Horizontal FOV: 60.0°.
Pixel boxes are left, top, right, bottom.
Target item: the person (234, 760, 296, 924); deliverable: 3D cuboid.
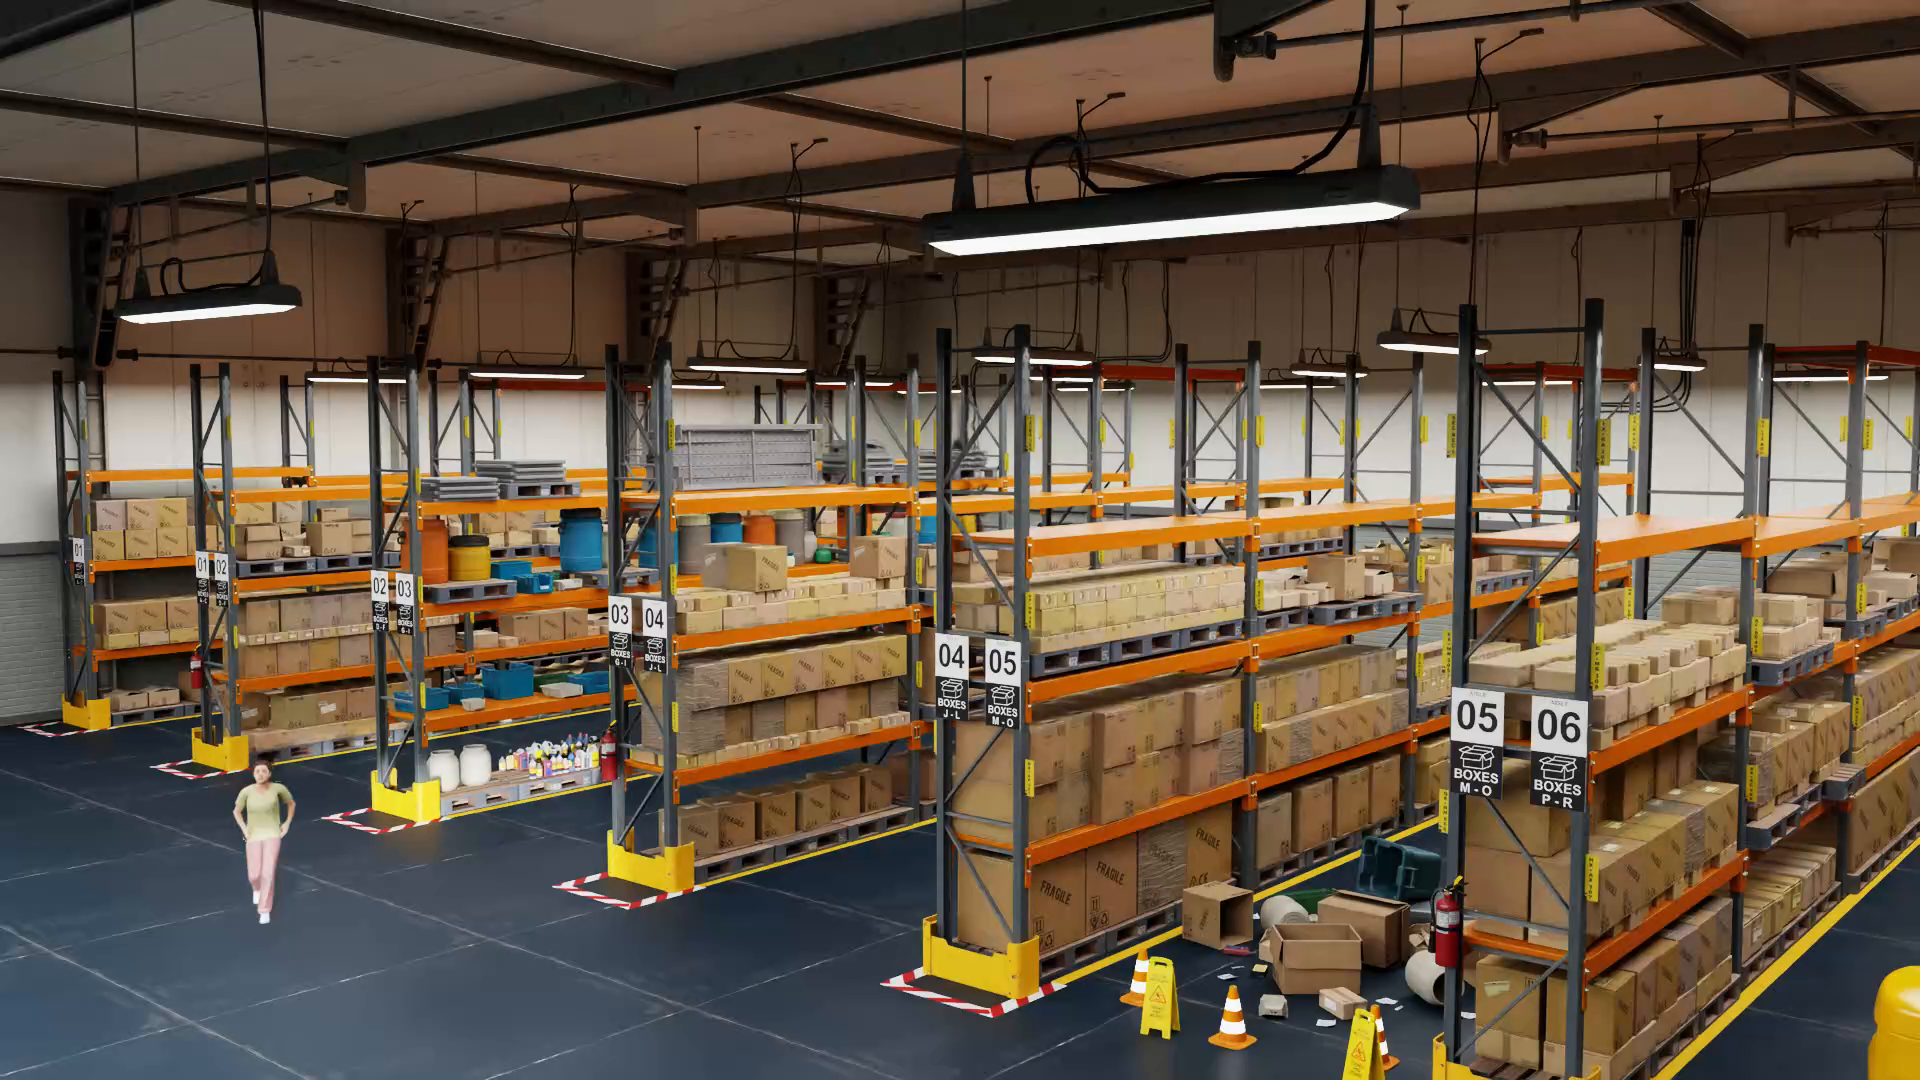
[{"bbox_3d":[-7.238,3.112,17.337,0.602,1.630,0.685,-1,4,-19],"label":"person"}]
